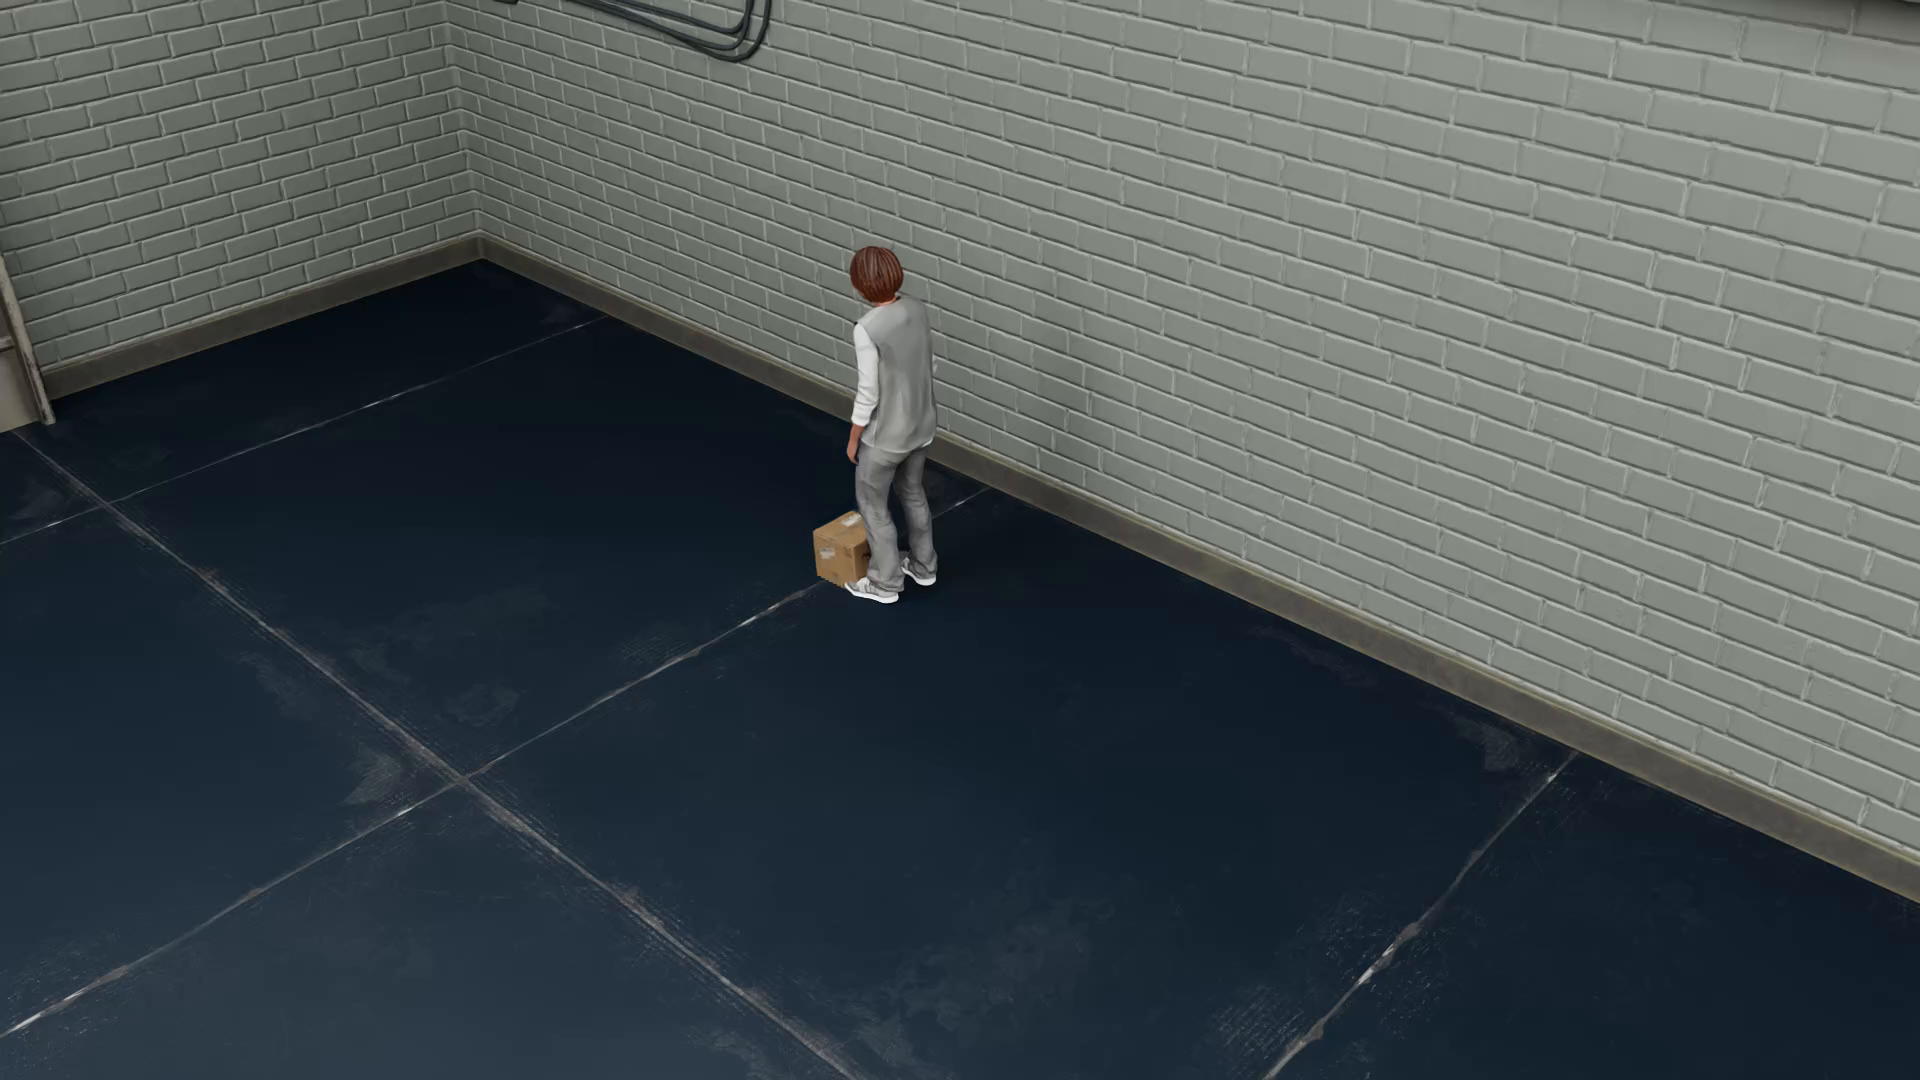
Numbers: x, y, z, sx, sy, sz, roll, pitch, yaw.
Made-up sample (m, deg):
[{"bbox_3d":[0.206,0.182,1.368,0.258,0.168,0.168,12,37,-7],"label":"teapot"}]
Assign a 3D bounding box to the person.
[{"bbox_3d":[-0.290,-0.455,6.880,0.374,1.594,0.460,24,39,33],"label":"person"}]
